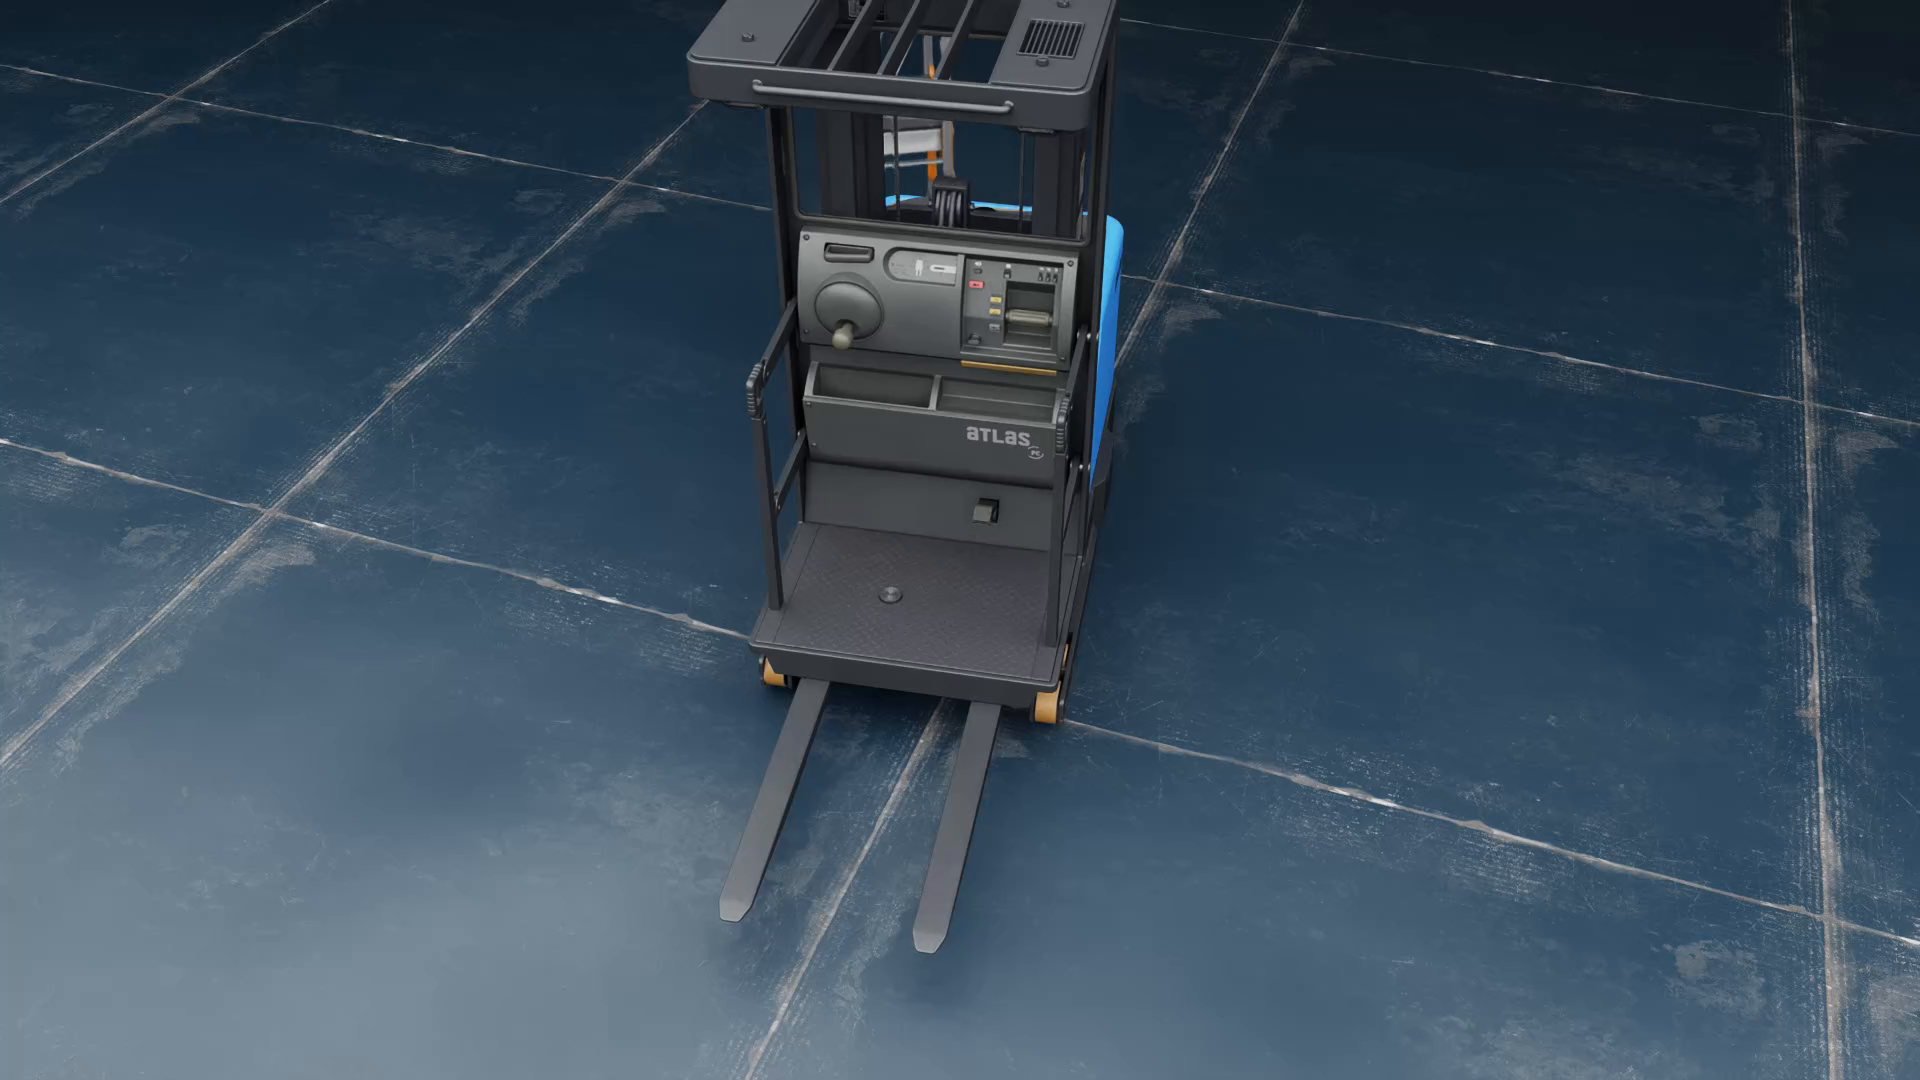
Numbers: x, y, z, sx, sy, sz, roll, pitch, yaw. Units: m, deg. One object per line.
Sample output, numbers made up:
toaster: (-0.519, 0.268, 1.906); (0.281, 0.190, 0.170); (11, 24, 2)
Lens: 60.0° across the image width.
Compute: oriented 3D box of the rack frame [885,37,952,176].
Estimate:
rack frame: (-0.232, -1.559, 6.887); (0.400, 2.100, 0.015); (-6, 35, -7)

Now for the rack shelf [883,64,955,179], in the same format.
rack shelf: (-0.272, -1.684, 7.094); (0.431, 0.518, 0.480); (-6, 35, -7)

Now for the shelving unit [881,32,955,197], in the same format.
shelving unit: (-0.272, -1.695, 7.086); (0.431, 2.100, 0.503); (-6, 35, -7)

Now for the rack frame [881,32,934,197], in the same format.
rack frame: (-0.312, -1.831, 7.285); (0.400, 2.100, 0.015); (-6, 35, -7)

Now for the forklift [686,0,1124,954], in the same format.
forklift: (-0.118, -0.717, 5.332); (1.130, 2.935, 3.031); (7, 41, 8)

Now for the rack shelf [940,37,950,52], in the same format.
rack shelf: (-0.284, -2.260, 6.697); (0.431, 0.518, 0.480); (-6, 35, -7)
